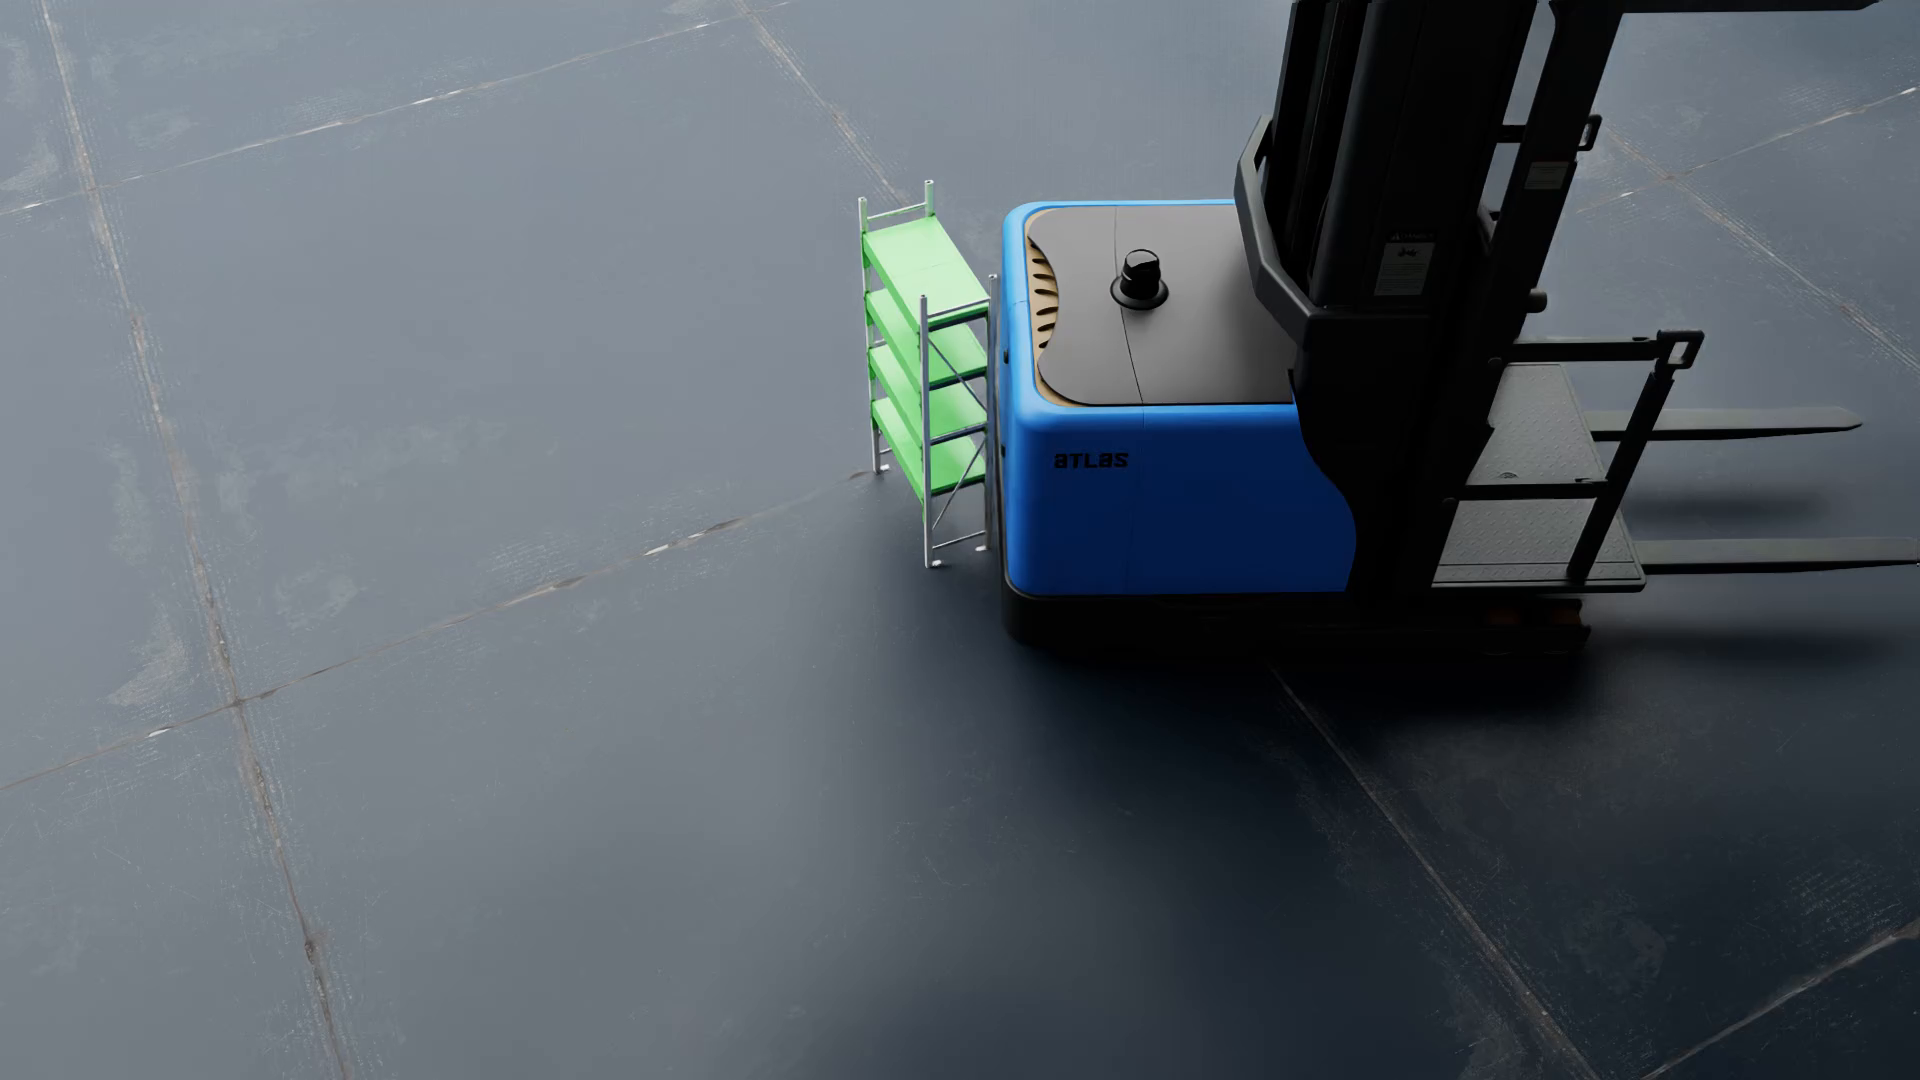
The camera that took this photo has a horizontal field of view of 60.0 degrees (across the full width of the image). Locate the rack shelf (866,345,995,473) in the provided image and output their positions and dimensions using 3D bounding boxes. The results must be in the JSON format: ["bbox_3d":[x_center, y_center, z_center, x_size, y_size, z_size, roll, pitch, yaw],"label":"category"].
[{"bbox_3d":[-0.100,-0.464,5.444,0.258,0.148,0.480,-18,51,-15],"label":"rack shelf"}]

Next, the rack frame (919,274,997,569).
[{"bbox_3d":[-0.005,-0.338,5.248,0.240,1.200,0.015,-18,51,-15],"label":"rack frame"}]

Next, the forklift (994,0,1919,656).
[{"bbox_3d":[1.647,-0.991,4.669,3.031,2.935,1.130,-1,49,-1],"label":"forklift"}]

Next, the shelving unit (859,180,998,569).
[{"bbox_3d":[-0.100,-0.507,5.396,0.258,1.200,0.503,-18,51,-15],"label":"shelving unit"}]

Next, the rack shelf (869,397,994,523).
[{"bbox_3d":[-0.100,-0.306,5.625,0.258,0.148,0.480,-18,51,-15],"label":"rack shelf"}]

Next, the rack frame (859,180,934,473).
[{"bbox_3d":[-0.196,-0.676,5.544,0.240,1.200,0.015,-18,51,-15],"label":"rack frame"}]

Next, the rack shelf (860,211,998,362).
[{"bbox_3d":[-0.100,-0.780,5.083,0.258,0.148,0.480,-18,51,-15],"label":"rack shelf"}]

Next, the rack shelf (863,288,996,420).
[{"bbox_3d":[-0.100,-0.622,5.263,0.258,0.148,0.480,-18,51,-15],"label":"rack shelf"}]
